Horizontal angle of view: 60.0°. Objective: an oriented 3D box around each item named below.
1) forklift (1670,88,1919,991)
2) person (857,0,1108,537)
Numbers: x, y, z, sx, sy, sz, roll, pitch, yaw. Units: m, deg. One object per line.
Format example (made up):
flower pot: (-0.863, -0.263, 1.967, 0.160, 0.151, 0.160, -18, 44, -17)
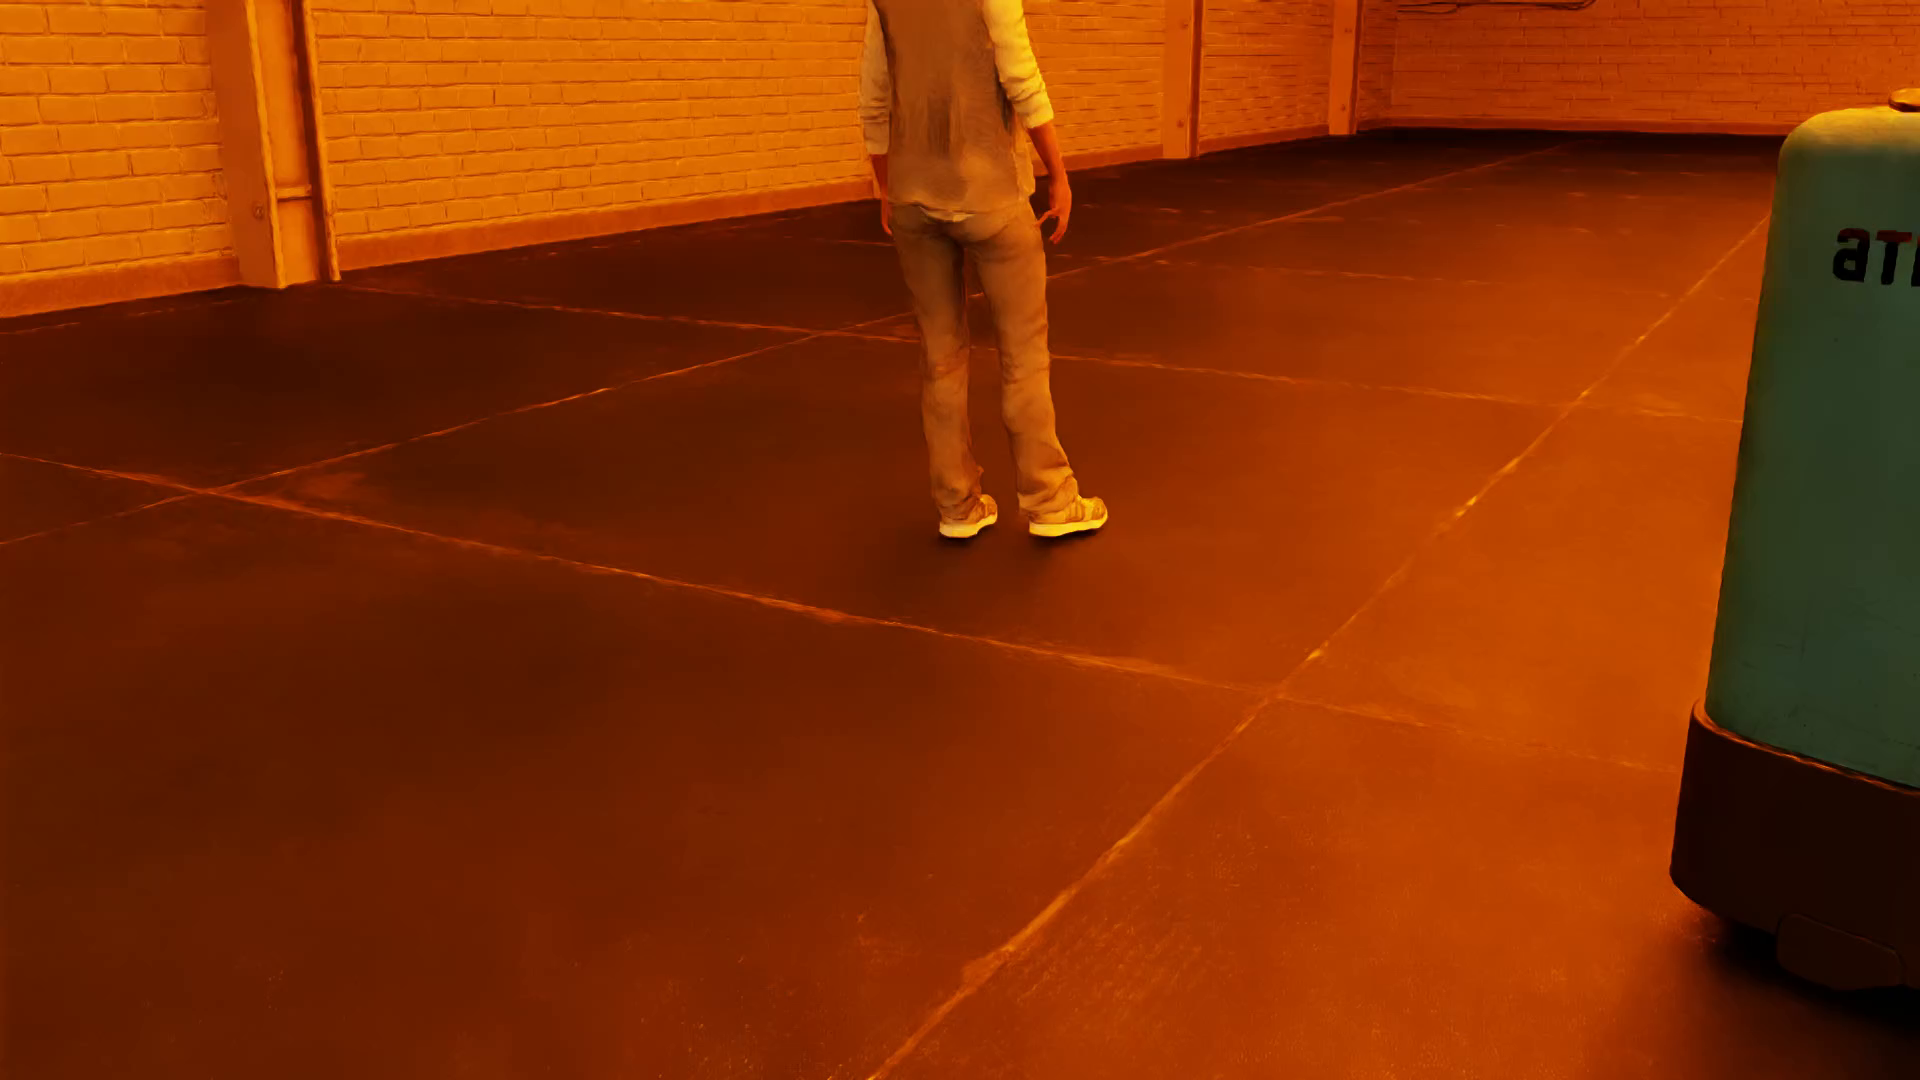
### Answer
forklift: (2.292, -0.648, 1.053, 1.130, 2.935, 3.031, -14, 21, -39)
person: (0.048, -0.789, 3.868, 0.521, 1.597, 0.474, 9, 19, 28)
